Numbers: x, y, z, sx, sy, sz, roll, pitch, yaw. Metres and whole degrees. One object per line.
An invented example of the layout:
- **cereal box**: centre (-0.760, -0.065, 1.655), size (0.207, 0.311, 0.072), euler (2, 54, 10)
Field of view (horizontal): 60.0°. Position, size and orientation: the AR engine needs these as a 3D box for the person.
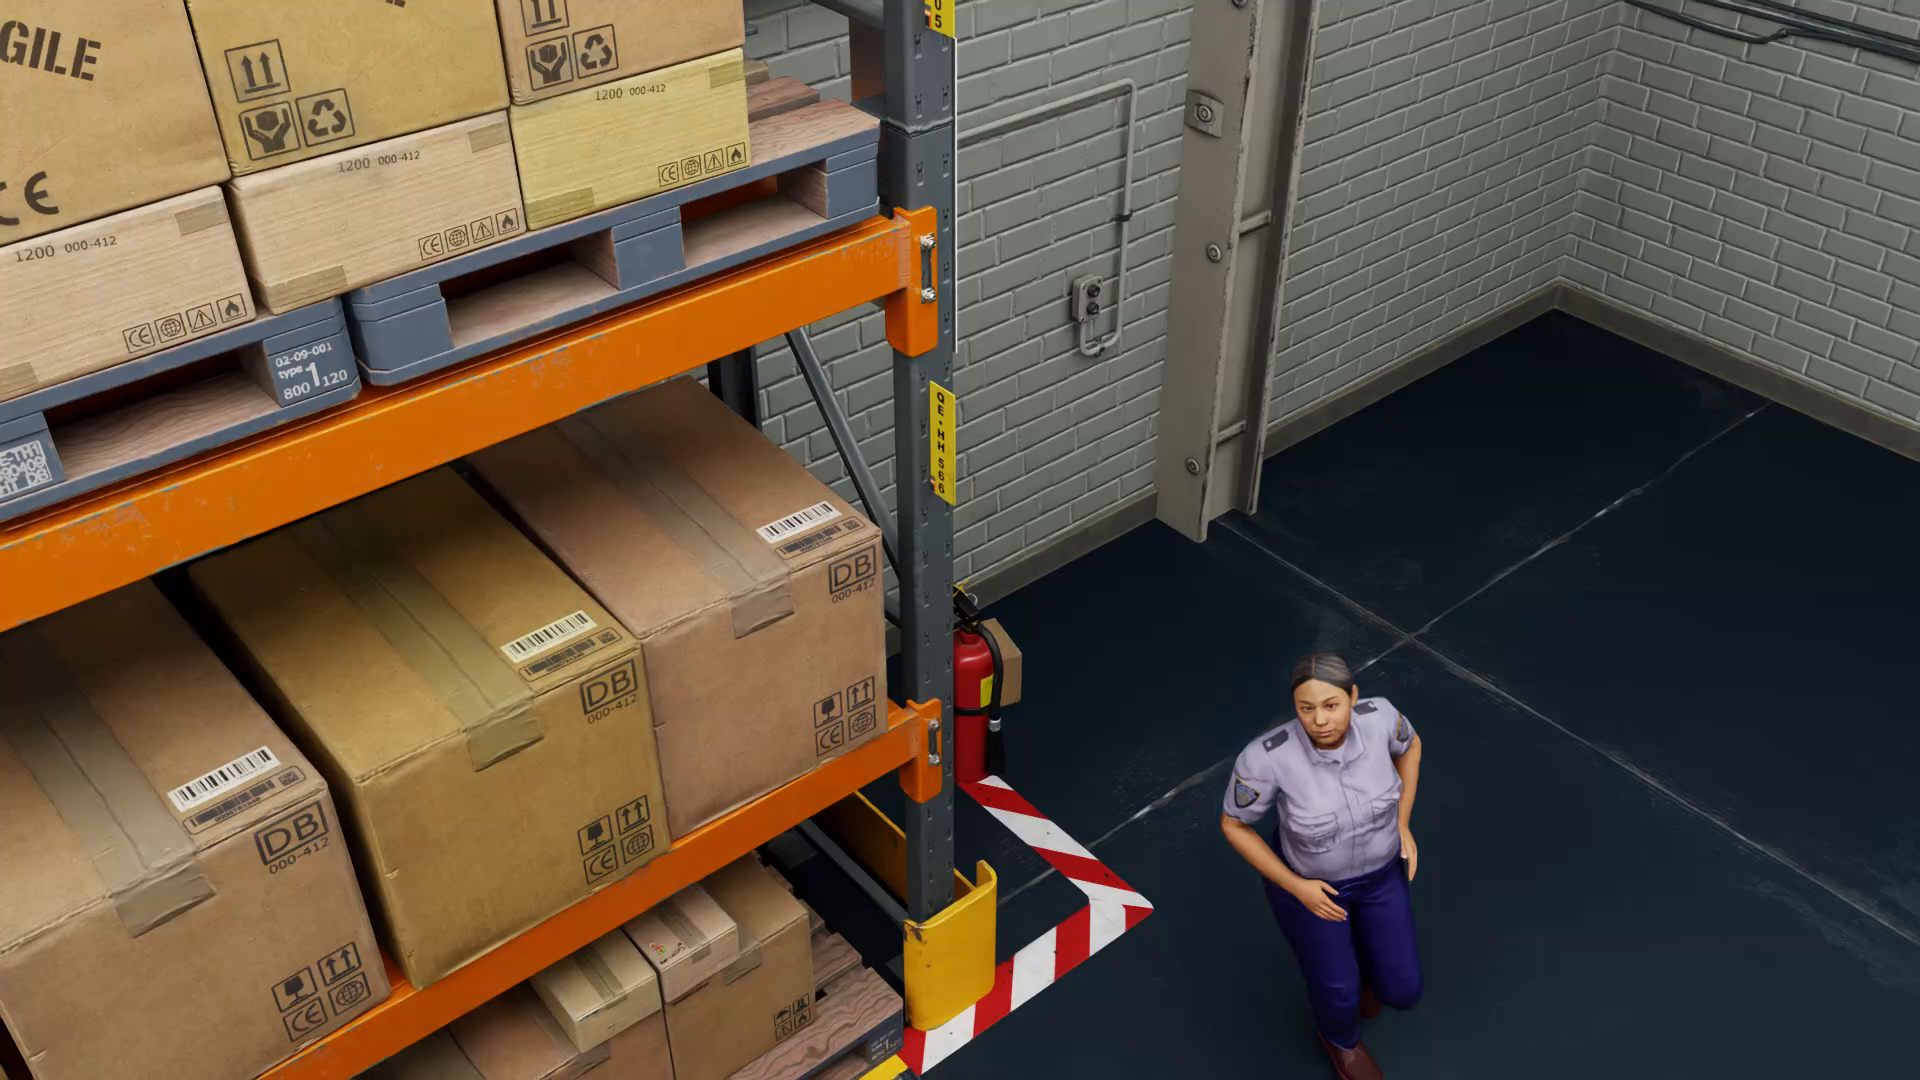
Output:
- **person**: centre (1.081, 0.996, 4.838), size (0.660, 1.572, 0.482), euler (-7, 37, -10)
